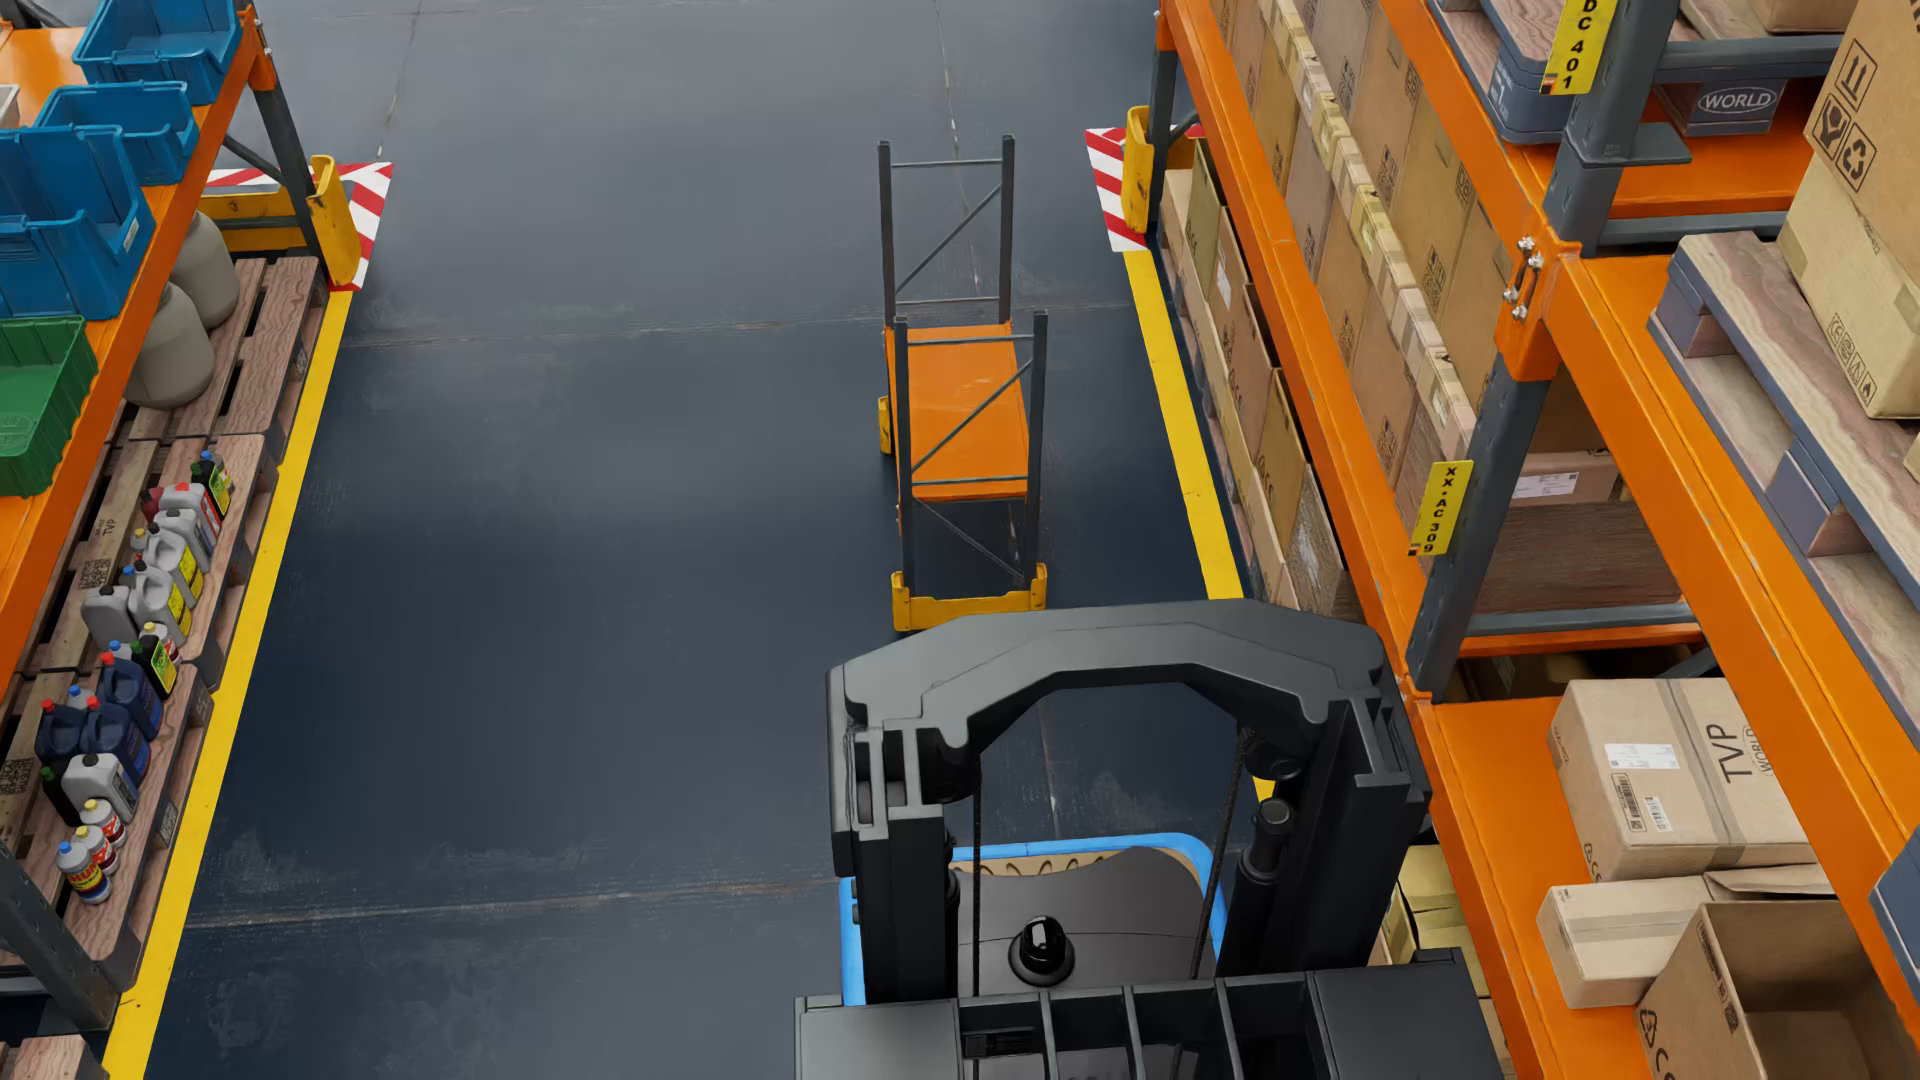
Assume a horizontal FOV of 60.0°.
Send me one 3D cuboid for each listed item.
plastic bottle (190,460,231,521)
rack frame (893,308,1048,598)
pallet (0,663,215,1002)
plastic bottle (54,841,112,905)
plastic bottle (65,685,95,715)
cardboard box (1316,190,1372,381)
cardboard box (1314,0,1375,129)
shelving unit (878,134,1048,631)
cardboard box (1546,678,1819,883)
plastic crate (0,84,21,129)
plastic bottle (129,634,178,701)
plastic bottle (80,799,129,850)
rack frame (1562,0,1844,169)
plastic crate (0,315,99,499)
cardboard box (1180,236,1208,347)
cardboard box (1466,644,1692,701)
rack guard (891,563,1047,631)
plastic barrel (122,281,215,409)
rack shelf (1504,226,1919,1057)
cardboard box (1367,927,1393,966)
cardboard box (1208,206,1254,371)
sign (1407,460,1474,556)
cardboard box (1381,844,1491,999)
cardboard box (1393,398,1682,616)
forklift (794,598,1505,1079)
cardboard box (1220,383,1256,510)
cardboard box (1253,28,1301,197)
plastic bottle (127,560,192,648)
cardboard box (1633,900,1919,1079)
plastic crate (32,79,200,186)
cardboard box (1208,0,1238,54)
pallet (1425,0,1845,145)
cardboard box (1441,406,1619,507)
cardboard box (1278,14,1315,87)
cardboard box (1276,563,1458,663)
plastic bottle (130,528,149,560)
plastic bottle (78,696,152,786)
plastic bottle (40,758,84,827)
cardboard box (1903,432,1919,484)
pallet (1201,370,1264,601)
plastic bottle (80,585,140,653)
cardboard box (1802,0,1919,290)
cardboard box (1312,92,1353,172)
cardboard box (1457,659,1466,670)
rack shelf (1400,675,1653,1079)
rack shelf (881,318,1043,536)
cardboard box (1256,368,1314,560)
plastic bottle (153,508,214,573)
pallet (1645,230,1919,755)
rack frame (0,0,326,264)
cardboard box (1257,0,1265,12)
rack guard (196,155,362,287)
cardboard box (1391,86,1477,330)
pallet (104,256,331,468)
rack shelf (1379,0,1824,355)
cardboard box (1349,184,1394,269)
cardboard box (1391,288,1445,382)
[{"bbox_3d":[-2.916,-0.213,6.453,0.061,0.283,0.133,-2,47,-2],"label":"plastic bottle"},{"bbox_3d":[0.035,-0.210,5.916,0.500,1.500,0.032,-3,47,-3],"label":"rack frame"},{"bbox_3d":[-3.214,0.983,5.673,1.003,0.211,1.213,-3,47,-3],"label":"pallet"},{"bbox_3d":[-2.789,1.043,5.273,0.097,0.271,0.097,0,47,0],"label":"plastic bottle"},{"bbox_3d":[-2.986,0.593,5.699,0.097,0.271,0.097,0,47,0],"label":"plastic bottle"},{"bbox_3d":[1.605,-0.885,5.453,0.700,0.500,0.500,-3,47,-3],"label":"cardboard box"},{"bbox_3d":[1.567,-1.676,5.309,0.700,0.500,0.500,-3,47,-3],"label":"cardboard box"},{"bbox_3d":[-0.006,-0.571,6.258,0.587,1.500,1.083,-3,47,-3],"label":"shelving unit"},{"bbox_3d":[1.822,0.620,4.200,0.500,0.250,0.500,-1,47,-1],"label":"cardboard box"},{"bbox_3d":[-3.780,-1.623,6.403,0.298,0.136,0.250,-3,47,-3],"label":"plastic crate"},{"bbox_3d":[-2.842,0.428,5.847,0.061,0.283,0.133,-2,47,-2],"label":"plastic bottle"},{"bbox_3d":[-2.806,0.920,5.437,0.097,0.201,0.097,0,47,0],"label":"plastic bottle"},{"bbox_3d":[1.737,-1.848,2.303,1.000,3.000,0.127,-3,47,-3],"label":"rack frame"},{"bbox_3d":[-3.032,-0.413,5.222,0.450,0.188,0.662,-3,47,-3],"label":"plastic crate"},{"bbox_3d":[1.271,-1.115,7.345,0.500,0.250,0.500,-3,47,-3],"label":"cardboard box"},{"bbox_3d":[2.010,0.403,5.390,0.500,0.500,0.500,-3,47,-3],"label":"cardboard box"},{"bbox_3d":[0.035,0.219,6.370,0.587,0.250,0.087,-3,47,-3],"label":"rack guard"},{"bbox_3d":[-3.361,-0.836,6.900,0.421,0.512,0.421,0,47,0],"label":"plastic barrel"},{"bbox_3d":[1.904,0.878,2.283,1.077,0.370,4.000,-3,47,-3],"label":"rack shelf"},{"bbox_3d":[1.524,1.323,5.036,0.500,0.250,0.500,-5,47,-4],"label":"cardboard box"},{"bbox_3d":[1.324,-1.012,6.731,0.500,0.500,0.500,-3,47,-3],"label":"cardboard box"},{"bbox_3d":[1.184,-0.075,4.105,0.100,0.325,0.005,-3,47,-3],"label":"sign"},{"bbox_3d":[1.523,1.137,4.826,0.500,0.311,0.500,-3,47,-3],"label":"cardboard box"},{"bbox_3d":[1.694,-0.140,4.748,0.700,0.500,0.500,-5,47,-4],"label":"cardboard box"},{"bbox_3d":[0.300,1.619,3.198,1.130,2.935,3.031,-3,47,-3],"label":"forklift"},{"bbox_3d":[1.349,-0.391,6.659,0.500,0.250,0.500,-3,47,-3],"label":"cardboard box"},{"bbox_3d":[1.513,-1.636,6.165,0.700,0.500,0.500,-3,47,-3],"label":"cardboard box"},{"bbox_3d":[-2.905,0.219,5.998,0.144,0.351,0.185,-4,47,-4],"label":"plastic bottle"},{"bbox_3d":[1.829,1.118,3.556,0.500,0.500,0.500,0,47,0],"label":"cardboard box"},{"bbox_3d":[-3.145,-1.516,6.222,0.499,0.251,0.408,-3,47,-3],"label":"plastic crate"},{"bbox_3d":[1.428,-2.375,6.865,0.700,0.500,0.500,-3,47,-3],"label":"cardboard box"},{"bbox_3d":[1.640,-1.402,4.007,1.003,0.211,1.213,-3,47,-3],"label":"pallet"},{"bbox_3d":[1.501,-0.227,4.383,0.380,0.149,0.250,-4,47,-3],"label":"cardboard box"},{"bbox_3d":[1.330,-1.708,5.786,0.380,0.149,0.250,-4,47,-4],"label":"cardboard box"},{"bbox_3d":[1.448,0.331,5.975,0.500,0.250,0.500,-3,47,-3],"label":"cardboard box"},{"bbox_3d":[-3.061,0.037,6.273,0.097,0.201,0.097,0,47,0],"label":"plastic bottle"},{"bbox_3d":[-2.853,0.663,5.577,0.144,0.351,0.185,-2,47,-2],"label":"plastic bottle"},{"bbox_3d":[-2.950,0.813,5.482,0.061,0.283,0.133,-3,47,-3],"label":"plastic bottle"},{"bbox_3d":[1.828,-0.066,2.495,0.500,0.250,0.500,-8,47,-7],"label":"cardboard box"},{"bbox_3d":[1.607,-0.289,6.878,1.003,0.211,1.213,-3,47,-3],"label":"pallet"},{"bbox_3d":[-3.050,0.272,5.999,0.152,0.276,0.135,-3,47,-3],"label":"plastic bottle"},{"bbox_3d":[1.749,-0.719,2.597,0.500,0.500,0.500,-3,47,-3],"label":"cardboard box"},{"bbox_3d":[1.371,-1.337,5.435,0.380,0.149,0.250,-2,47,-2],"label":"cardboard box"},{"bbox_3d":[1.963,0.300,6.005,0.500,0.250,0.500,-3,47,-3],"label":"cardboard box"},{"bbox_3d":[1.904,1.909,3.372,1.077,0.370,4.000,-3,47,-3],"label":"rack shelf"},{"bbox_3d":[-0.007,-0.454,6.395,0.538,0.185,1.000,-3,47,-3],"label":"rack shelf"},{"bbox_3d":[1.404,-0.288,6.045,0.500,0.500,0.500,-3,47,-3],"label":"cardboard box"},{"bbox_3d":[-2.938,-0.009,6.266,0.152,0.276,0.135,-5,47,-4],"label":"plastic bottle"},{"bbox_3d":[1.824,-0.114,2.858,0.805,0.209,1.217,-5,47,-5],"label":"pallet"},{"bbox_3d":[-3.534,-2.381,6.939,1.000,3.000,0.127,-3,47,-3],"label":"rack frame"},{"bbox_3d":[1.284,-2.086,6.144,0.380,0.149,0.250,-4,47,-4],"label":"cardboard box"},{"bbox_3d":[-3.481,-1.469,7.797,1.175,0.500,0.348,-3,47,-3],"label":"rack guard"},{"bbox_3d":[1.650,-0.952,4.623,0.700,0.500,0.500,-4,47,-3],"label":"cardboard box"},{"bbox_3d":[-3.418,-0.782,7.345,1.003,0.211,1.213,-3,47,-3],"label":"pallet"},{"bbox_3d":[1.570,-2.017,5.023,1.077,0.370,4.000,-3,47,-3],"label":"rack shelf"},{"bbox_3d":[1.417,-0.963,5.080,0.380,0.149,0.250,-4,47,-3],"label":"cardboard box"},{"bbox_3d":[1.458,-0.595,4.732,0.380,0.149,0.250,-5,47,-4],"label":"cardboard box"}]
